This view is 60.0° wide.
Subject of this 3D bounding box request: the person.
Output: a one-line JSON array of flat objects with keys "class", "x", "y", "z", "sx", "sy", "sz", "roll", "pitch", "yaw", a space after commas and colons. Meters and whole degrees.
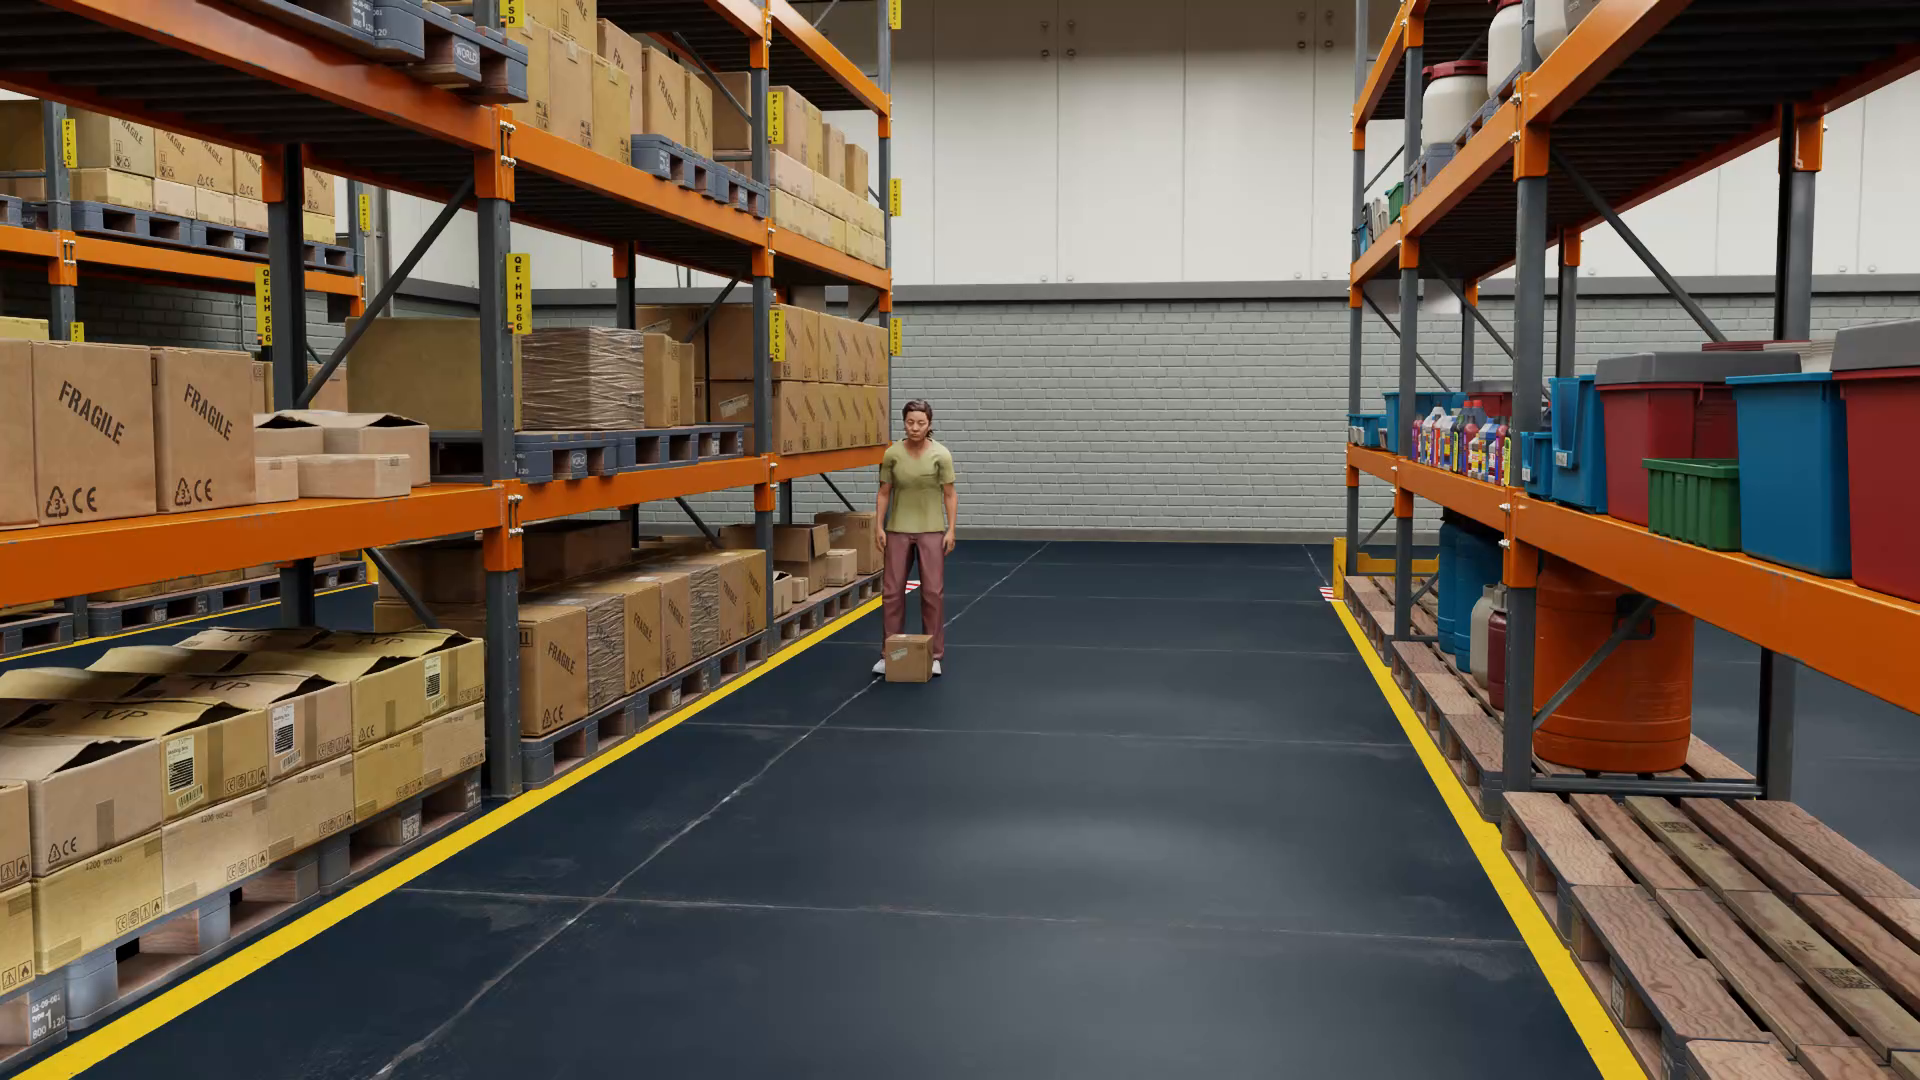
[{"class": "person", "x": -0.271, "y": -0.022, "z": 10.139, "sx": 0.500, "sy": 1.672, "sz": 0.362, "roll": 1, "pitch": 5, "yaw": 7}]
